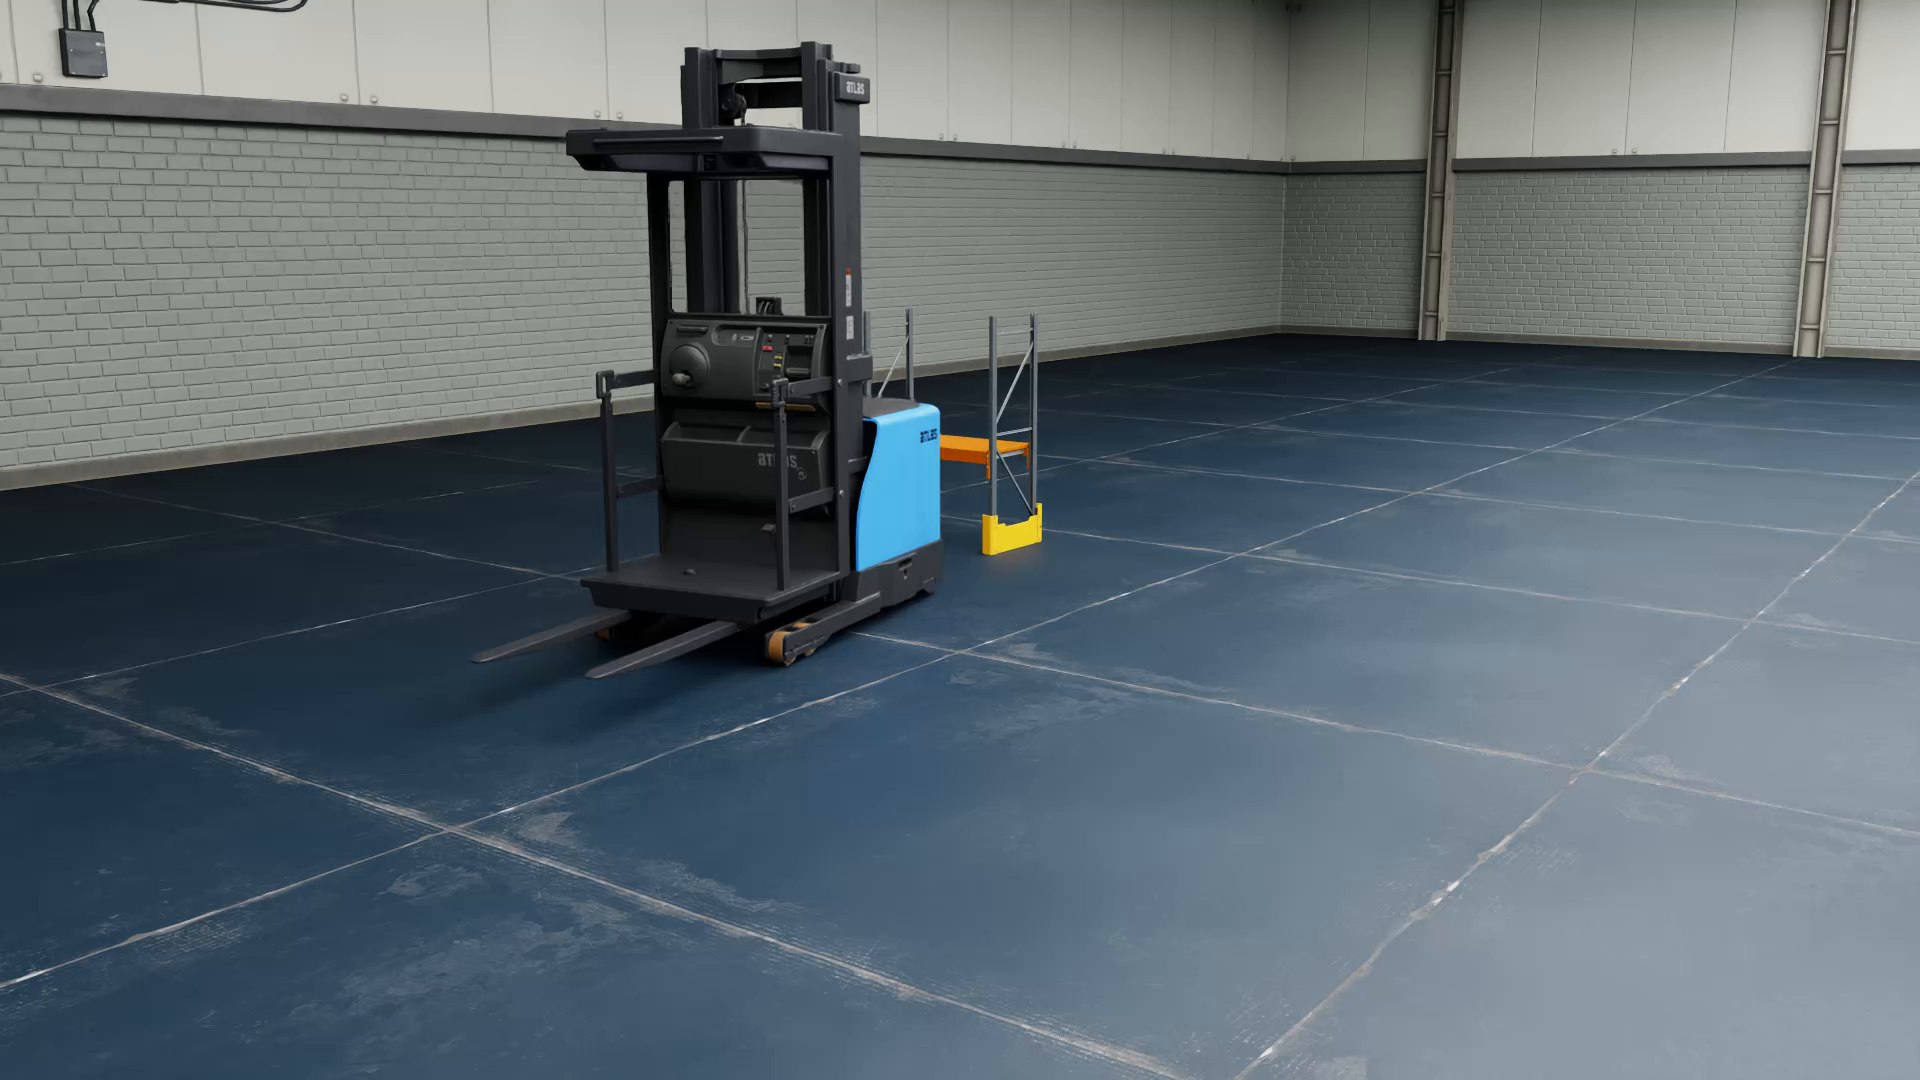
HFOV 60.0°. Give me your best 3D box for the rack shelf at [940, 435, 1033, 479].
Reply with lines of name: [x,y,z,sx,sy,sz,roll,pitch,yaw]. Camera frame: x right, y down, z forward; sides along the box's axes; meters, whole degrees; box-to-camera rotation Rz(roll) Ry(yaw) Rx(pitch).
rack shelf: [-0.069,-0.569,10.971,1.000,0.185,0.538,8,13,36]

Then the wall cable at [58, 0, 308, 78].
wall cable: [-6.314,-6.769,13.372,0.169,6.003,2.305,8,13,36]

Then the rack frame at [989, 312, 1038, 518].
rack frame: [0.341,-0.689,10.641,0.032,1.500,0.500,8,13,36]

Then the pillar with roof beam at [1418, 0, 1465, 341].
pillar with roof beam: [5.743,-7.277,24.953,0.400,9.000,9.100,8,13,36]

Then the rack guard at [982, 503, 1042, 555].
rack guard: [0.340,-0.075,10.761,0.087,0.250,0.587,8,13,36]

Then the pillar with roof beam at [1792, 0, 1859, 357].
pillar with roof beam: [10.579,-6.603,21.467,0.400,9.000,9.100,8,13,36]

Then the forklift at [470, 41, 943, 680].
forklift: [-1.177,-0.934,8.143,1.130,2.935,3.031,5,12,24]

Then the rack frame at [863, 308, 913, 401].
rack frame: [-0.478,-0.803,11.232,0.032,1.500,0.500,8,13,36]

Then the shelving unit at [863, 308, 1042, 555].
shelving unit: [-0.061,-0.745,10.932,1.083,1.500,0.587,8,13,36]
